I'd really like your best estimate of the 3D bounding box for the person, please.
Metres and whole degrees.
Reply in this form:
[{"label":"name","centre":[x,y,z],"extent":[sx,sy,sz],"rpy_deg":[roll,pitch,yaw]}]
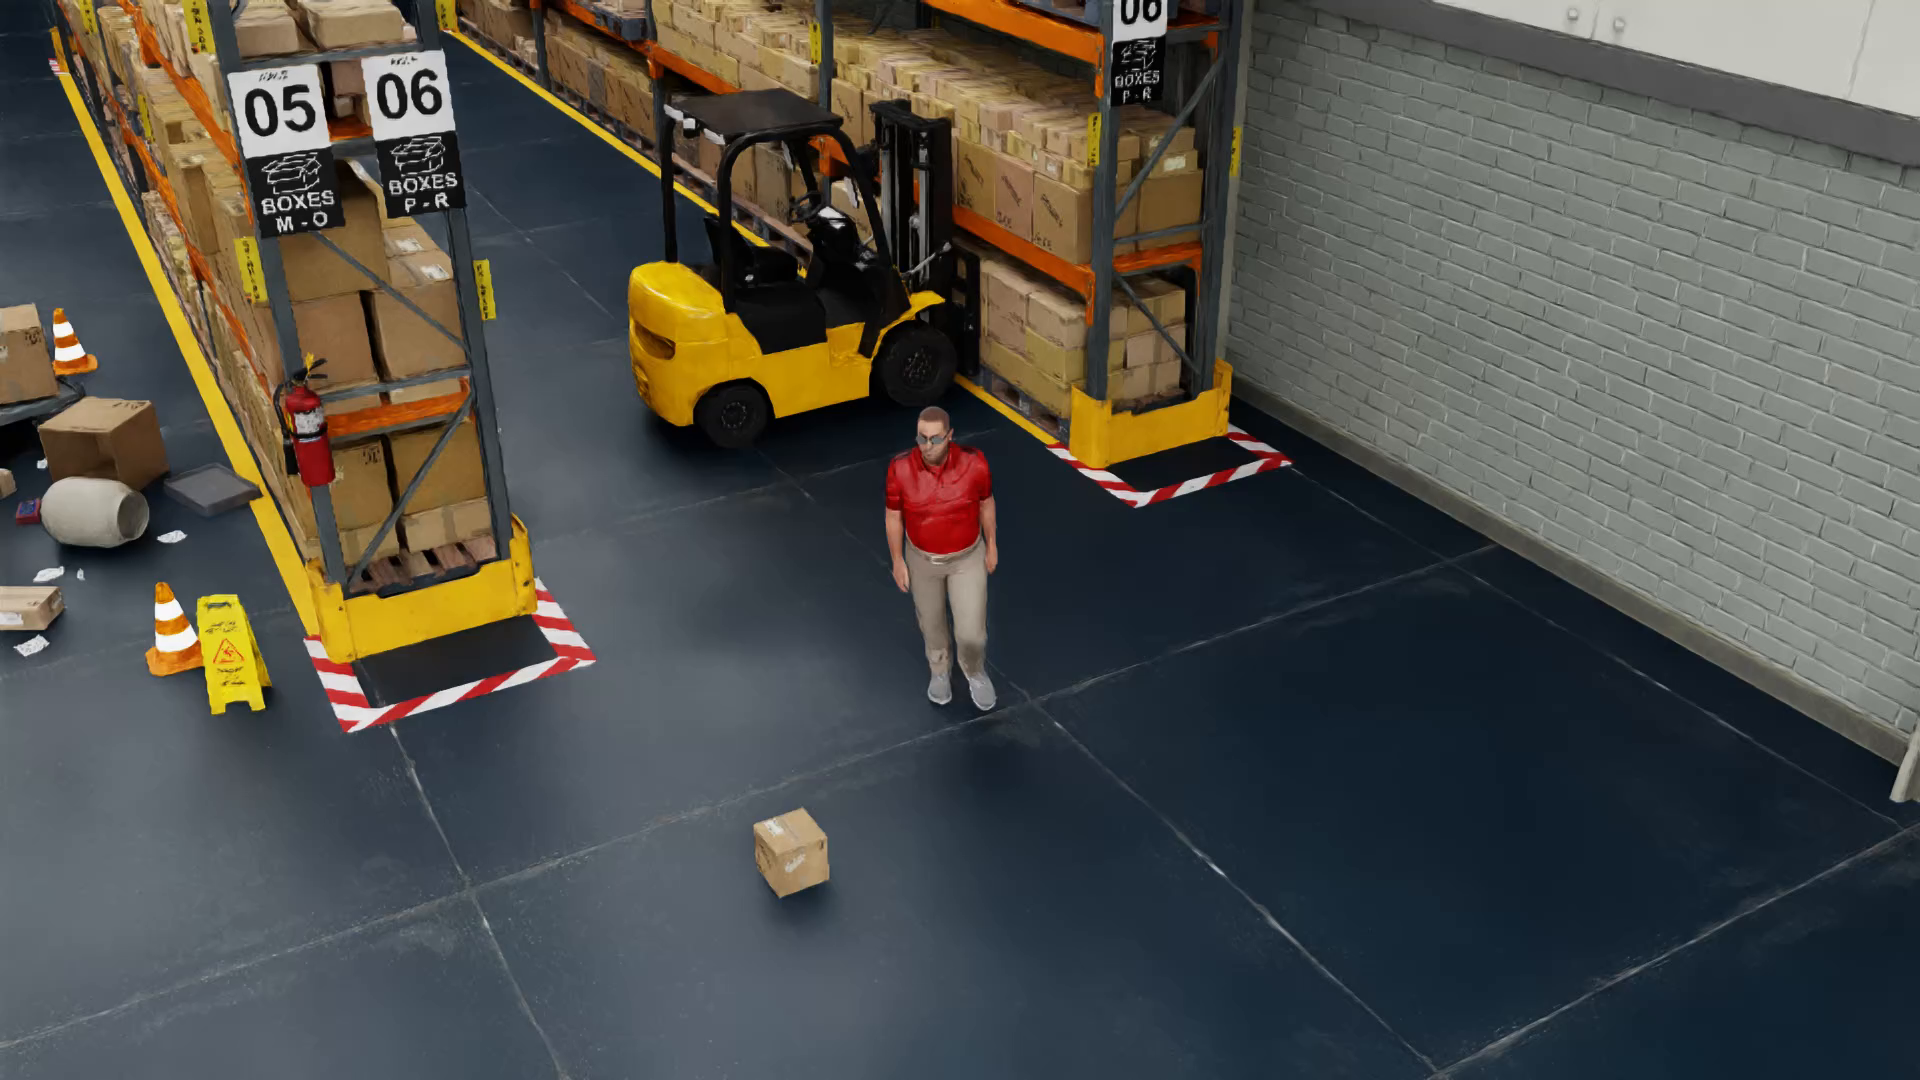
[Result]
[{"label":"person","centre":[-0.089,0.089,8.386],"extent":[0.570,1.713,0.518],"rpy_deg":[2,29,4]}]
